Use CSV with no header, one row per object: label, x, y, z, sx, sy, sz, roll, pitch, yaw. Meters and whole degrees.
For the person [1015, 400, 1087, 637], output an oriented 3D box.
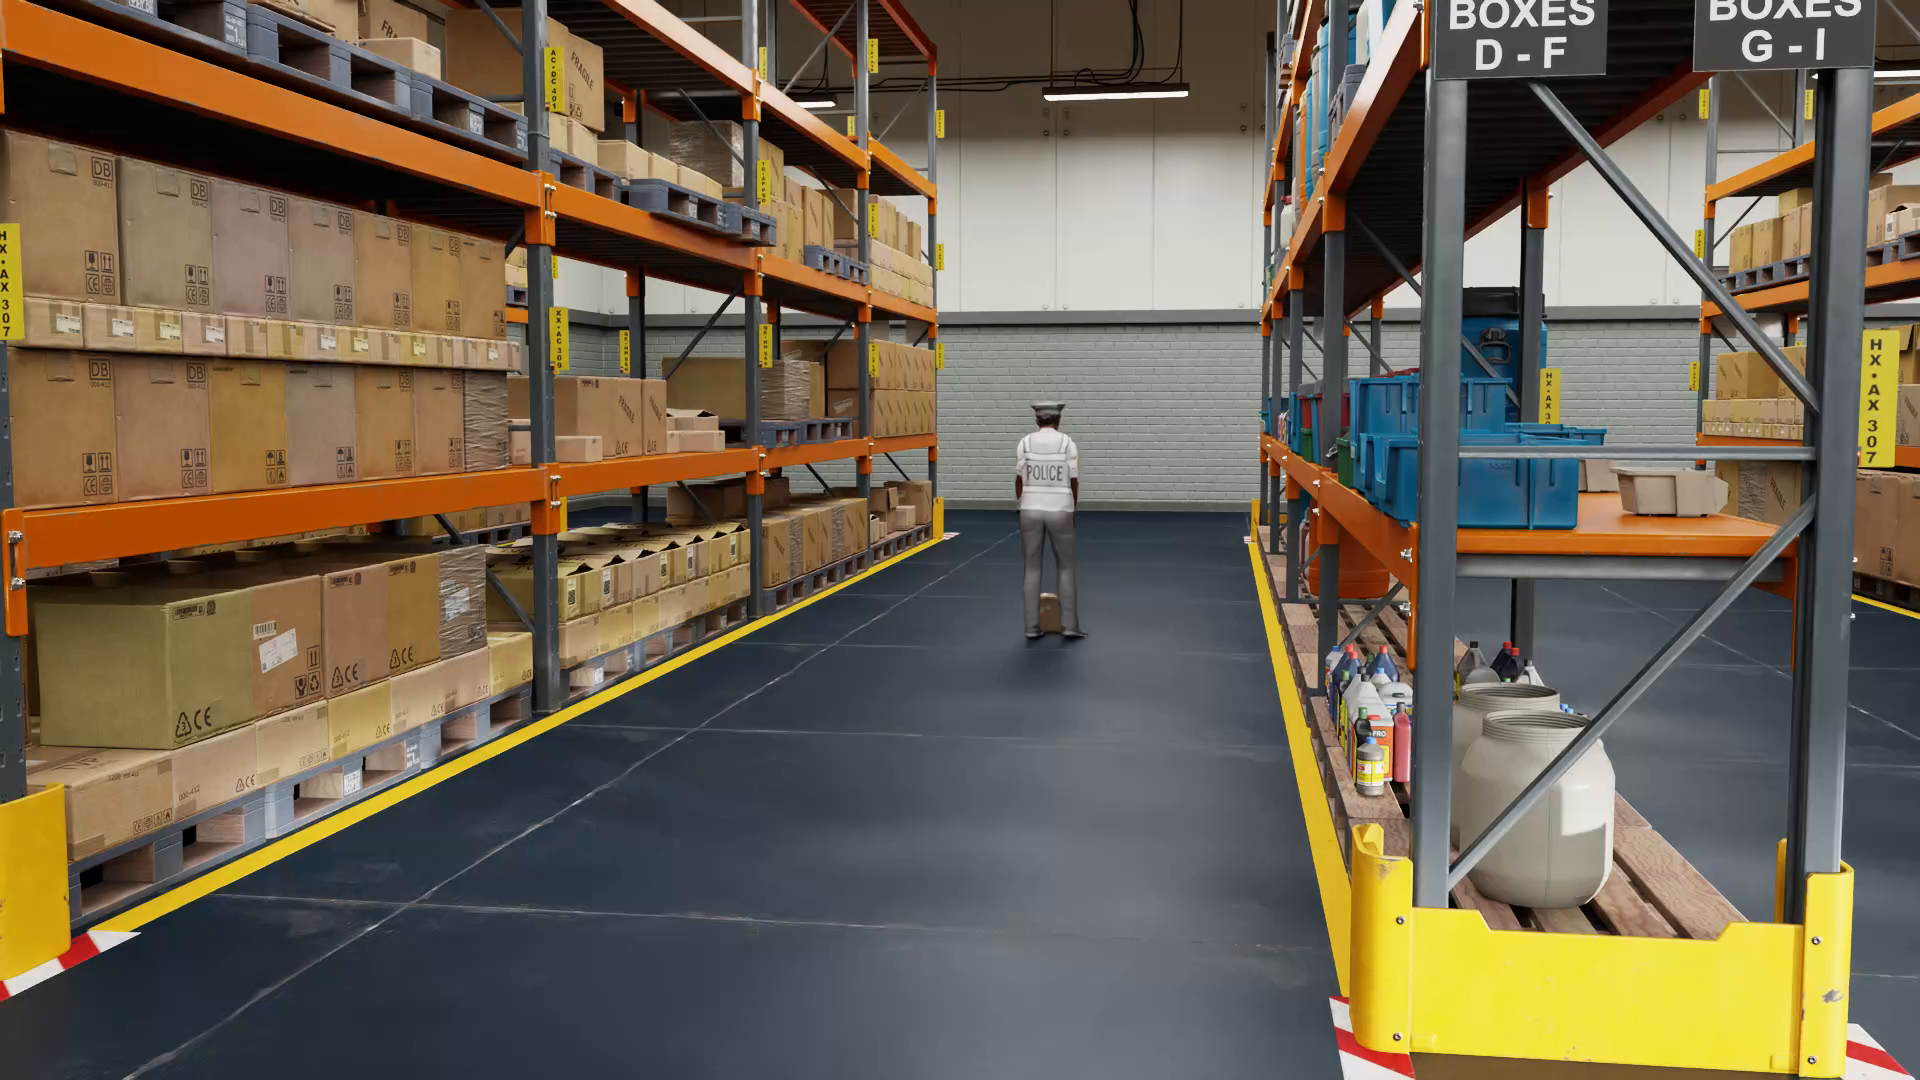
person,0.637,-0.134,11.657,0.508,1.683,0.433,1,5,8
